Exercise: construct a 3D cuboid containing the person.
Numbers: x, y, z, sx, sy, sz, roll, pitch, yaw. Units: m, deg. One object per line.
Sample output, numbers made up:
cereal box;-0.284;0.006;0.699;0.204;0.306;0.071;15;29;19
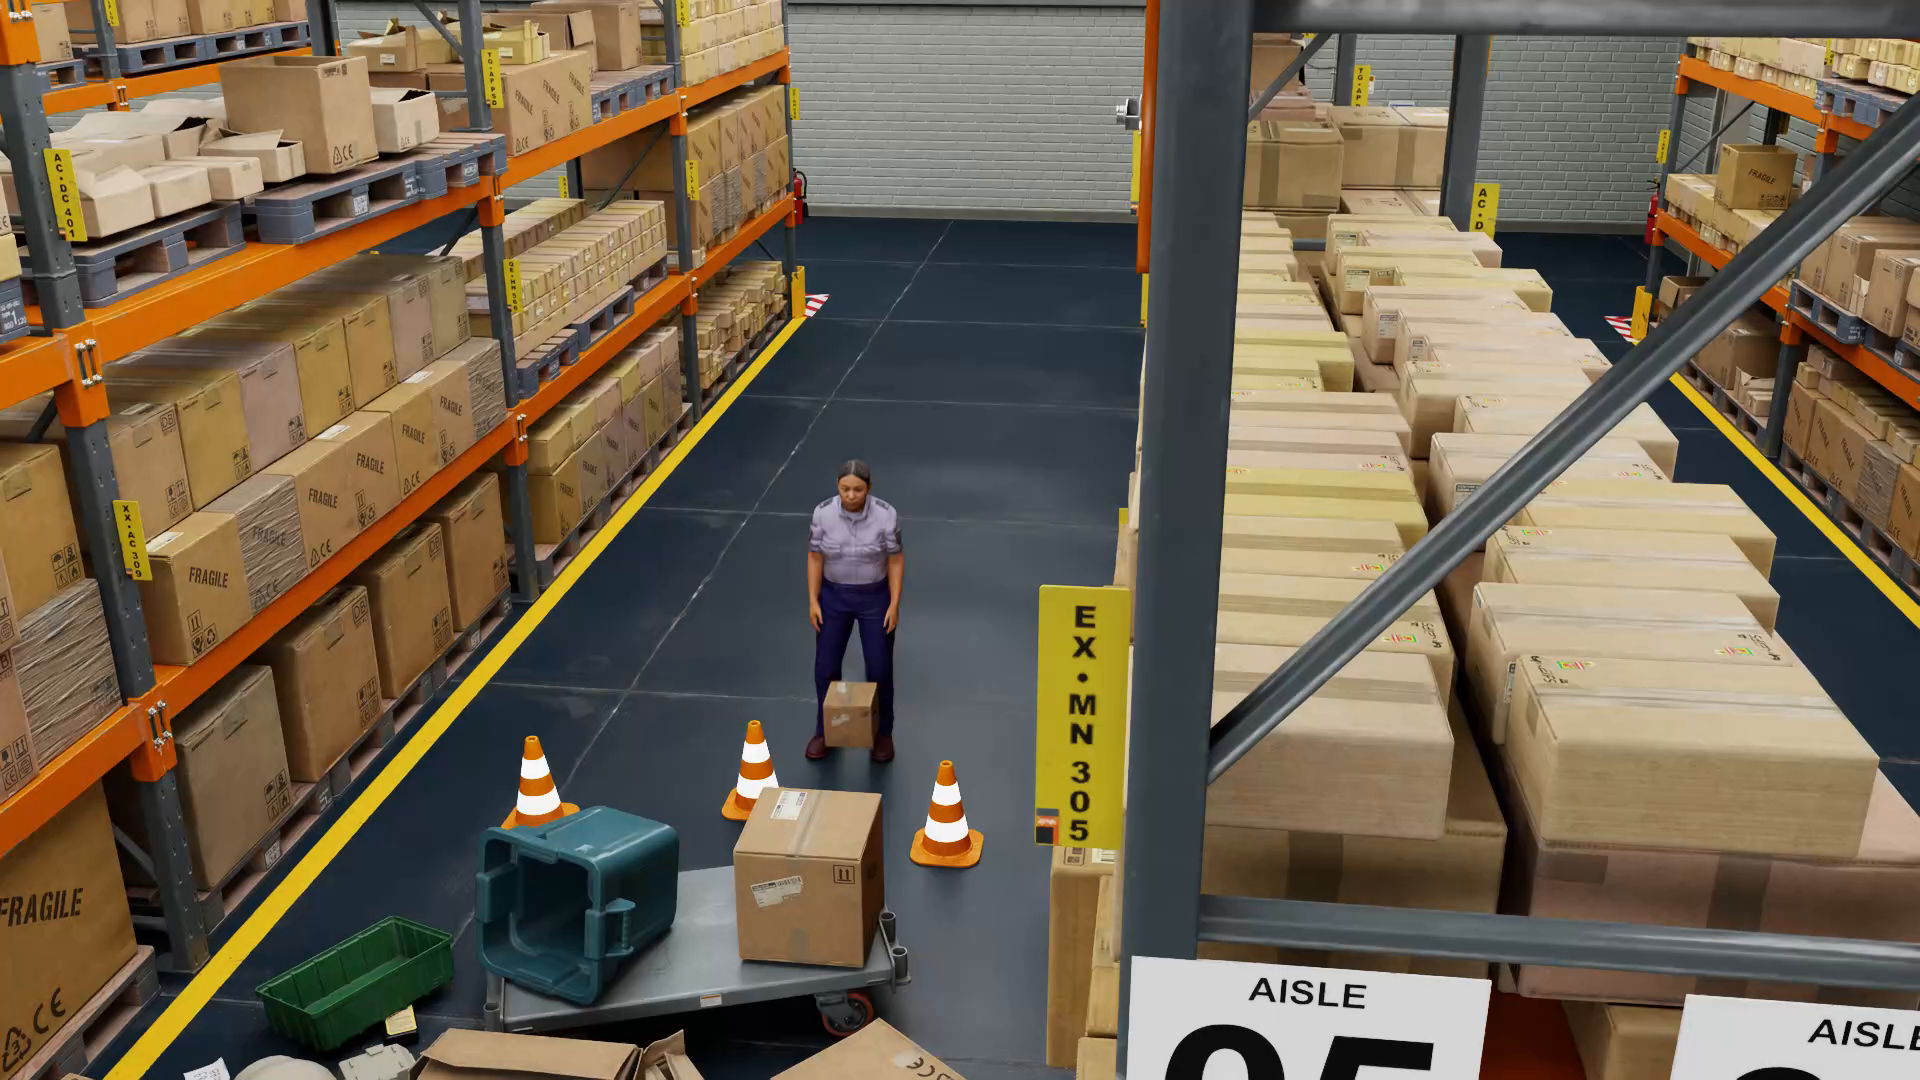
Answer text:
person;-0.554;0.347;8.702;0.532;1.654;0.368;2;21;5
